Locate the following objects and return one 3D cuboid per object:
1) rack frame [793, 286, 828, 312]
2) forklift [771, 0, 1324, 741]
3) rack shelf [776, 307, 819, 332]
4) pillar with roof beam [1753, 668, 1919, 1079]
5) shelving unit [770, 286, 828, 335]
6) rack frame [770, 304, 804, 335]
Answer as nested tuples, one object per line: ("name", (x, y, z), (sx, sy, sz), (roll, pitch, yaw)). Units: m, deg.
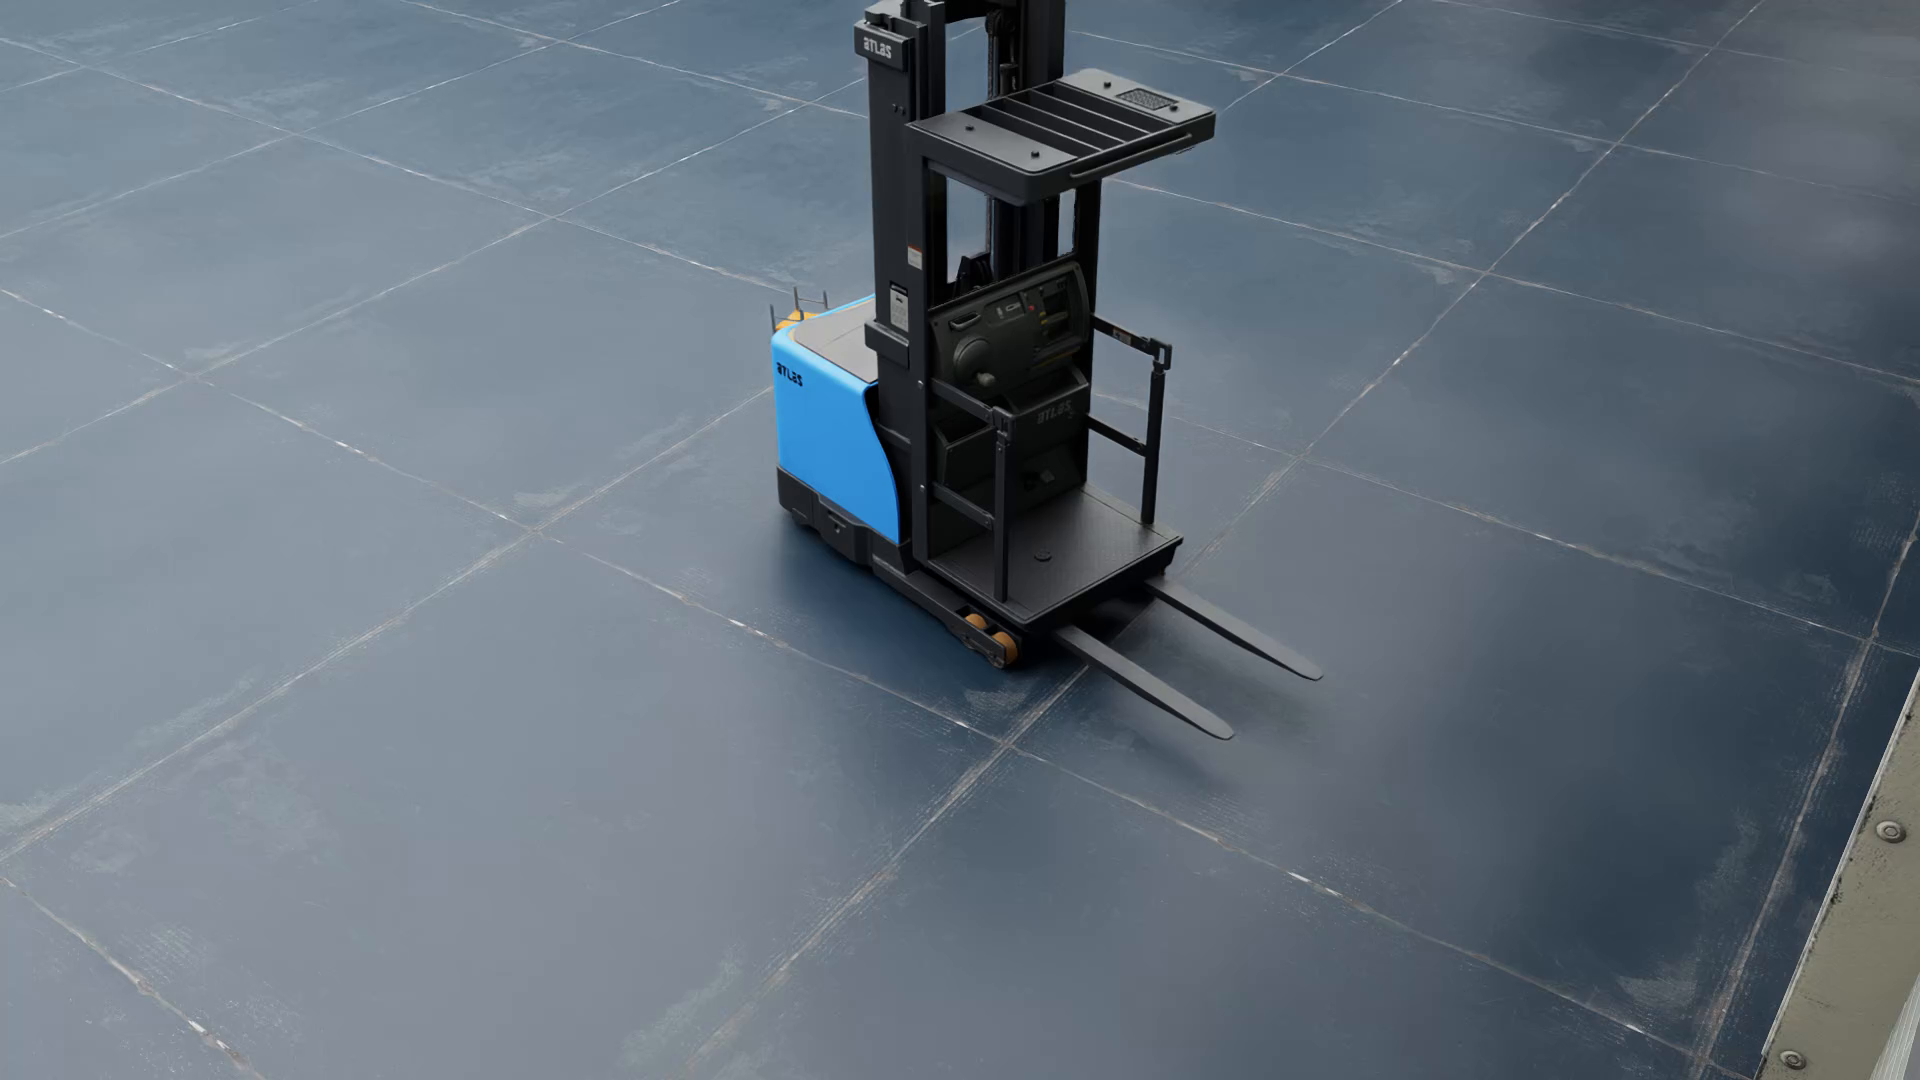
("rack frame", (-0.772, -0.895, 9.125), (0.200, 1.050, 0.008), (12, 36, 23))
("forklift", (0.382, -0.934, 7.515), (1.130, 2.935, 3.031), (-26, 42, -33))
("rack shelf", (-0.839, -1.063, 8.887), (0.215, 0.259, 0.240), (12, 36, 23))
("pillar with roof beam", (-0.599, -3.131, 5.346), (9.100, 9.000, 0.400), (21, 39, 28))
("shelving unit", (-0.825, -0.833, 9.034), (0.215, 1.050, 0.252), (12, 36, 23))
("rack frame", (-0.877, -0.771, 8.942), (0.200, 1.050, 0.008), (12, 36, 23))
